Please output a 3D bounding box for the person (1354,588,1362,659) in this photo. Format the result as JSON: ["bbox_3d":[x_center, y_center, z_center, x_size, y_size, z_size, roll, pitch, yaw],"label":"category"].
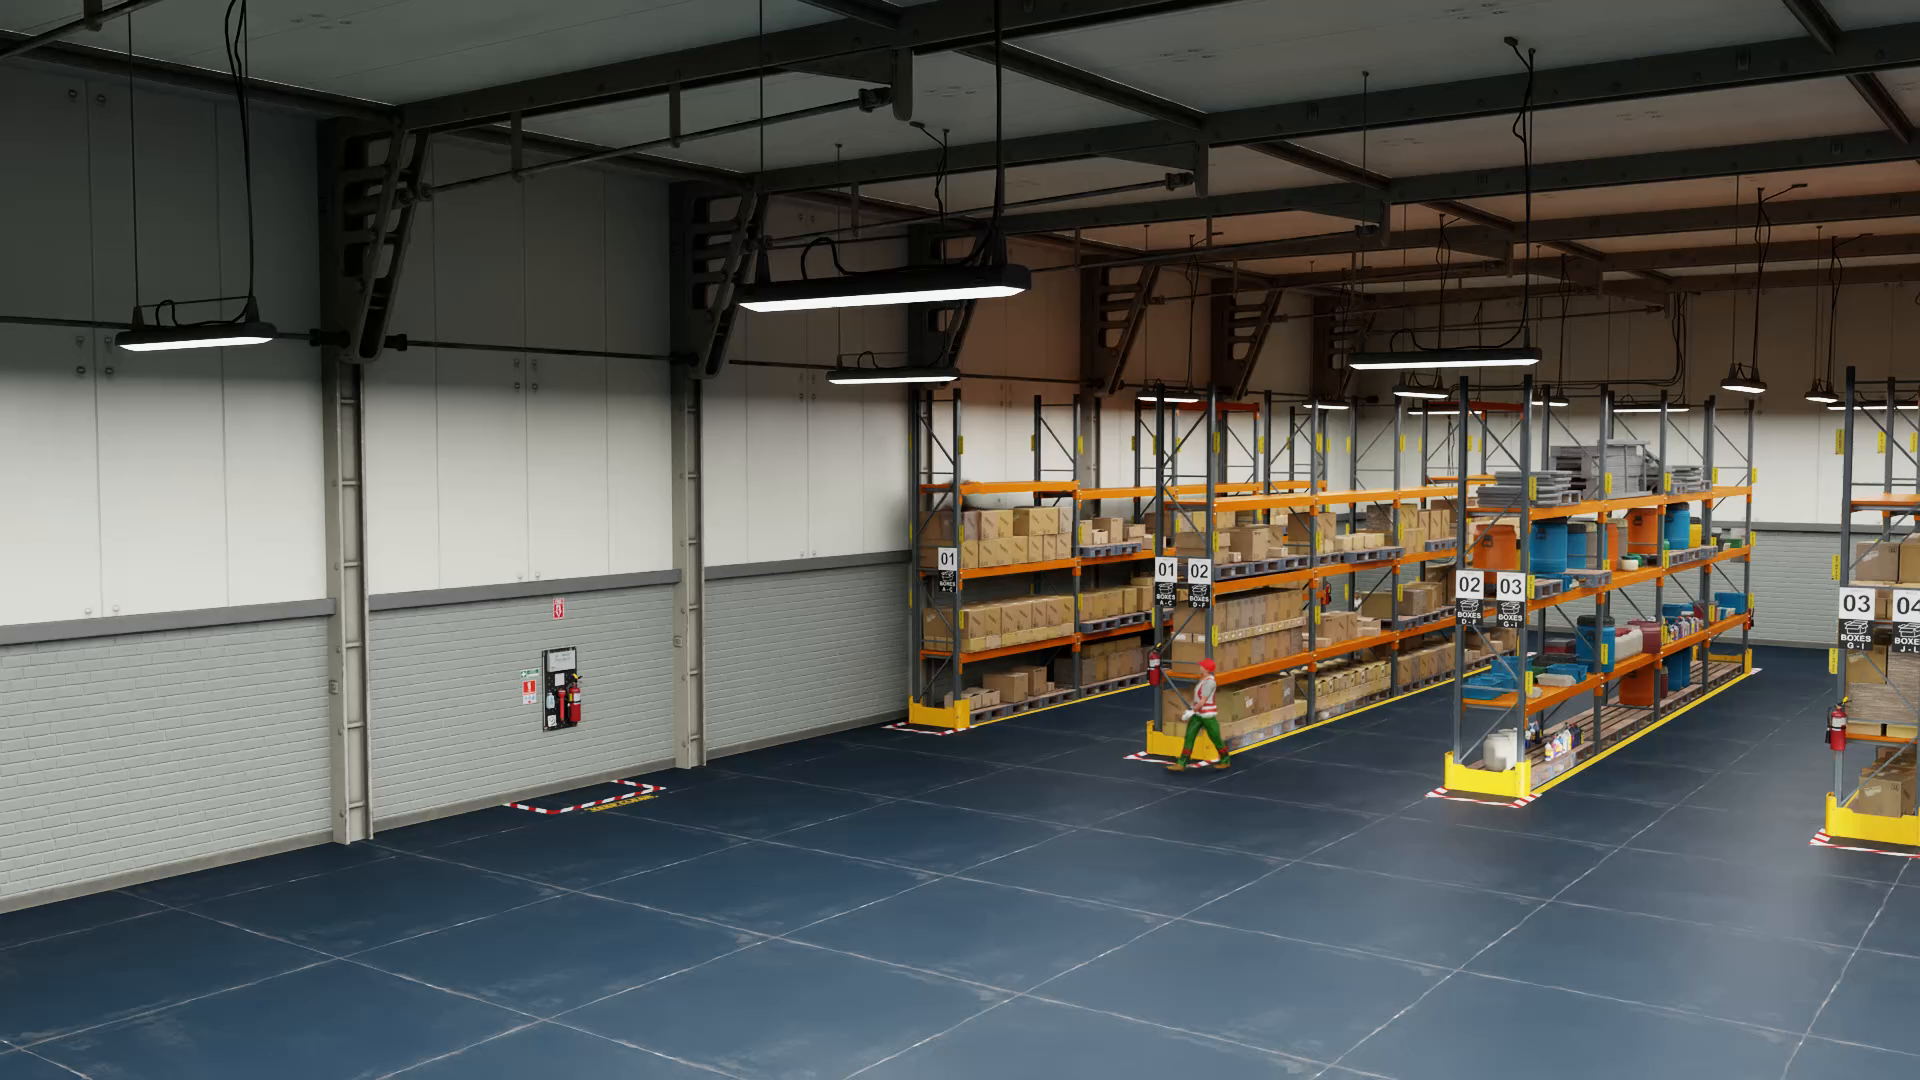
[{"bbox_3d":[9.276,1.948,38.901,0.540,1.689,0.425,-2,4,-27],"label":"person"}]

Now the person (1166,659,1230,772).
[{"bbox_3d":[3.675,2.671,25.357,1.051,1.731,0.480,-2,4,-33],"label":"person"}]
